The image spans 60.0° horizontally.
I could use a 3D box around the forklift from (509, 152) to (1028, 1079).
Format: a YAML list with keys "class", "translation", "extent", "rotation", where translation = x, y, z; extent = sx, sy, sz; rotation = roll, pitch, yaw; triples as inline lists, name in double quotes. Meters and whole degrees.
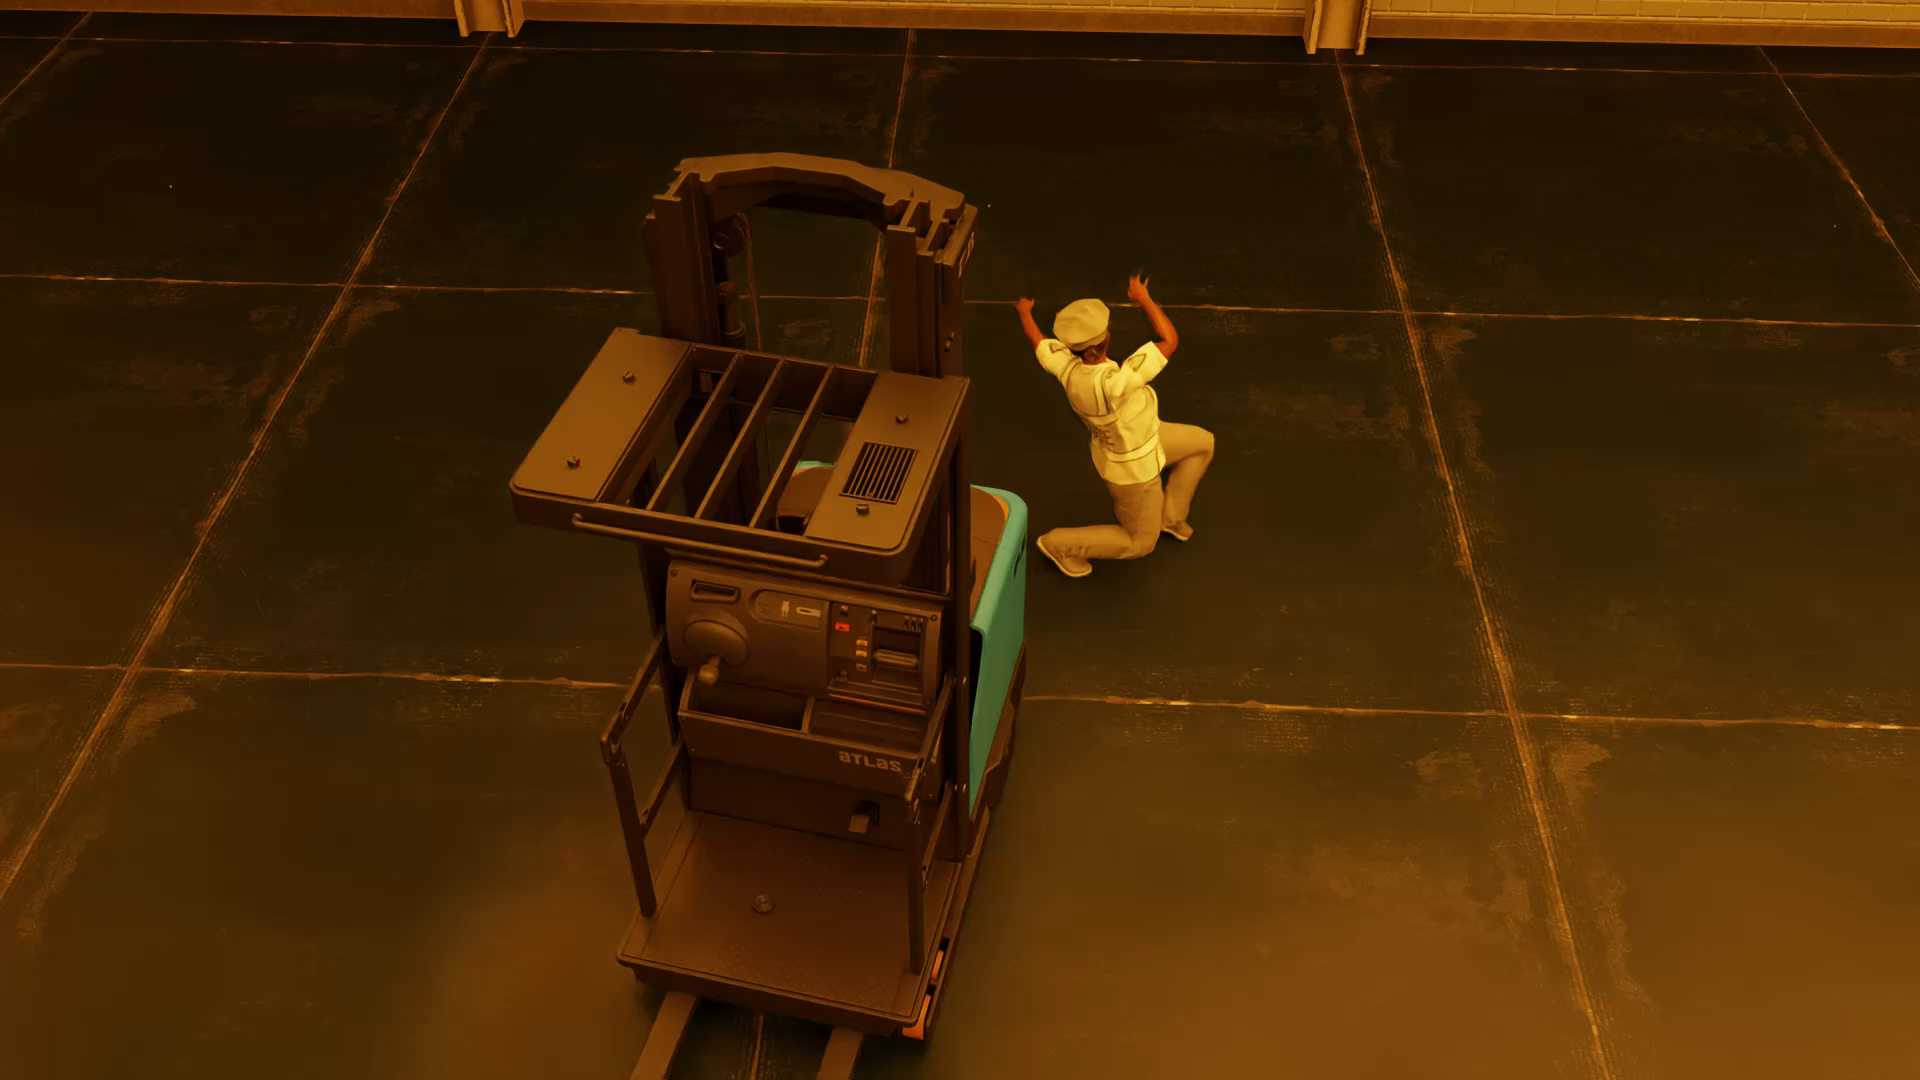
- class: "forklift"
  translation: [-0.566, 0.412, 5.291]
  extent: [1.130, 2.935, 3.031]
  rotation: [9, 43, 10]

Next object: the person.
- class: "person"
  translation: [0.713, -0.610, 7.560]
  extent: [0.841, 1.433, 1.002]
  rotation: [-9, 43, -10]
